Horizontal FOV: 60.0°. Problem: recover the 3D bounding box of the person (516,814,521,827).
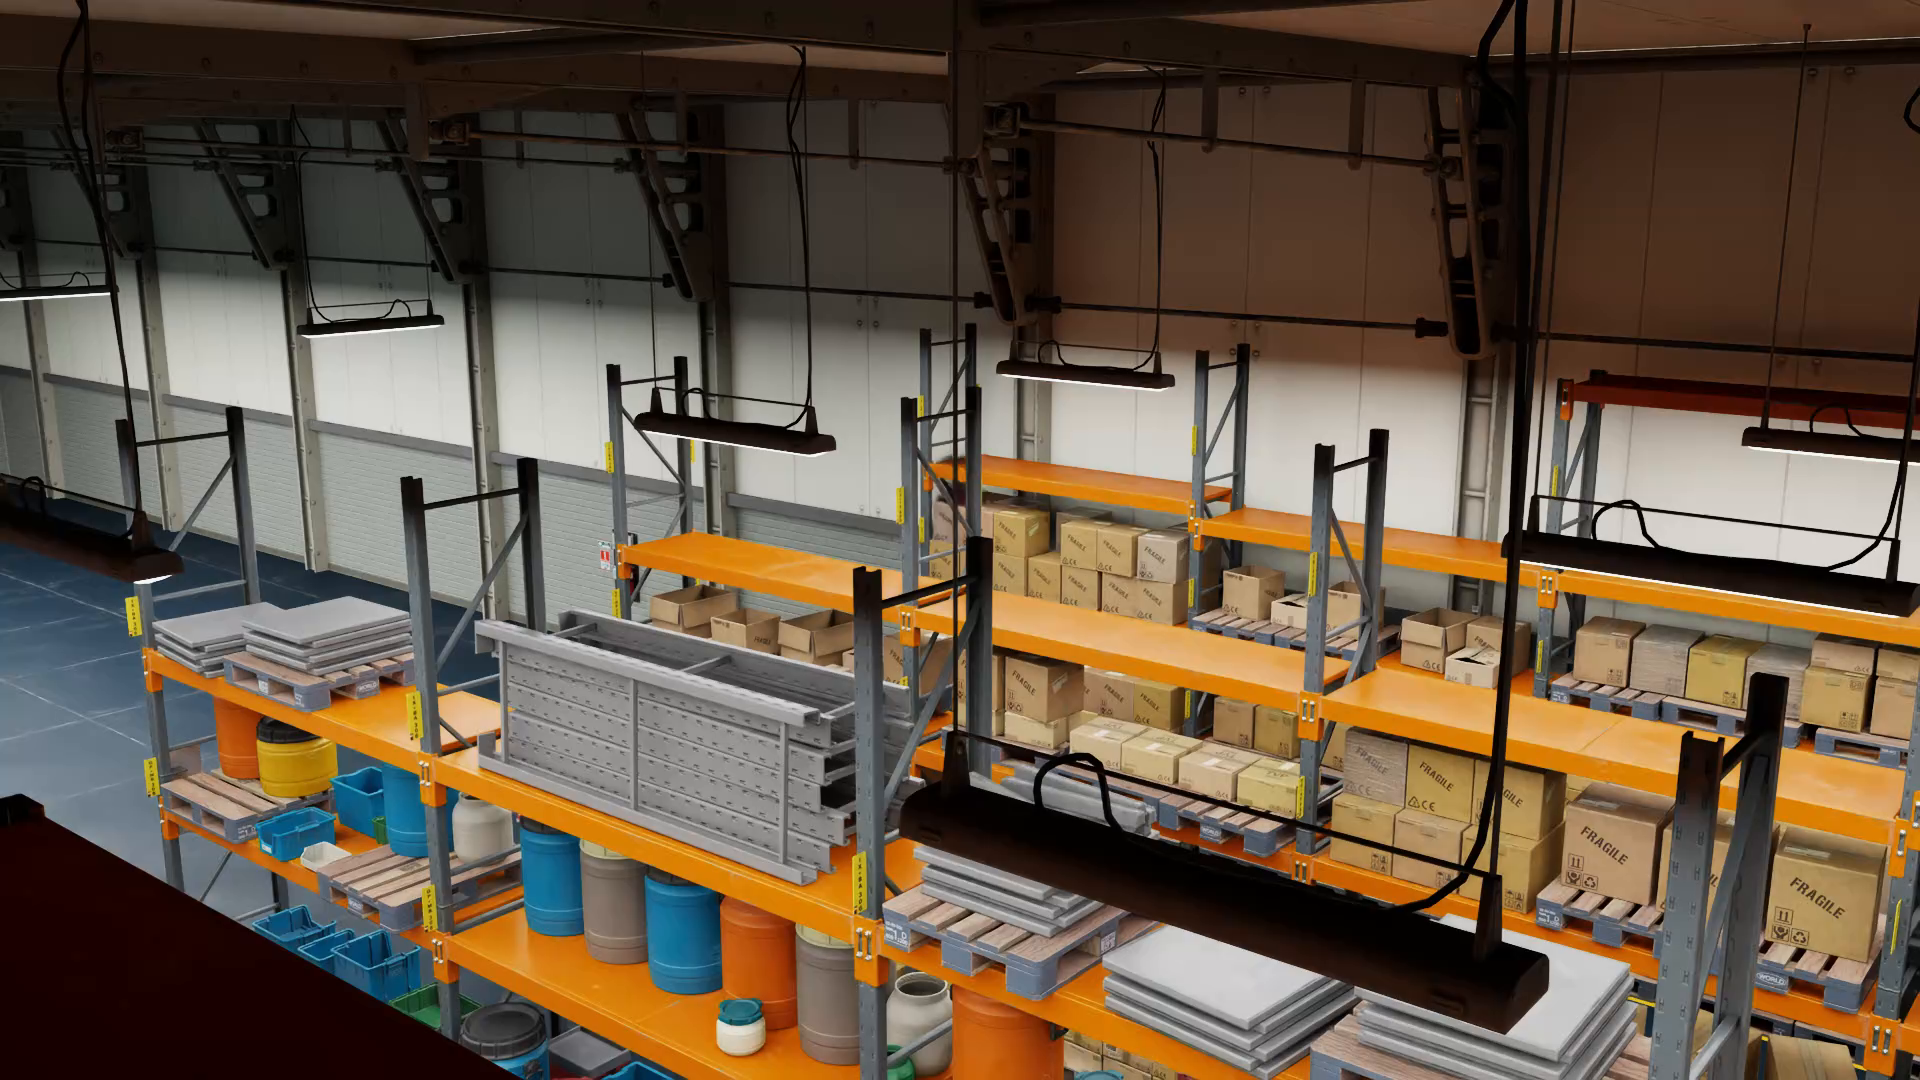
[{"bbox_3d":[-4.760,3.102,18.515,0.480,1.731,1.051,-7,14,-29],"label":"person"}]
